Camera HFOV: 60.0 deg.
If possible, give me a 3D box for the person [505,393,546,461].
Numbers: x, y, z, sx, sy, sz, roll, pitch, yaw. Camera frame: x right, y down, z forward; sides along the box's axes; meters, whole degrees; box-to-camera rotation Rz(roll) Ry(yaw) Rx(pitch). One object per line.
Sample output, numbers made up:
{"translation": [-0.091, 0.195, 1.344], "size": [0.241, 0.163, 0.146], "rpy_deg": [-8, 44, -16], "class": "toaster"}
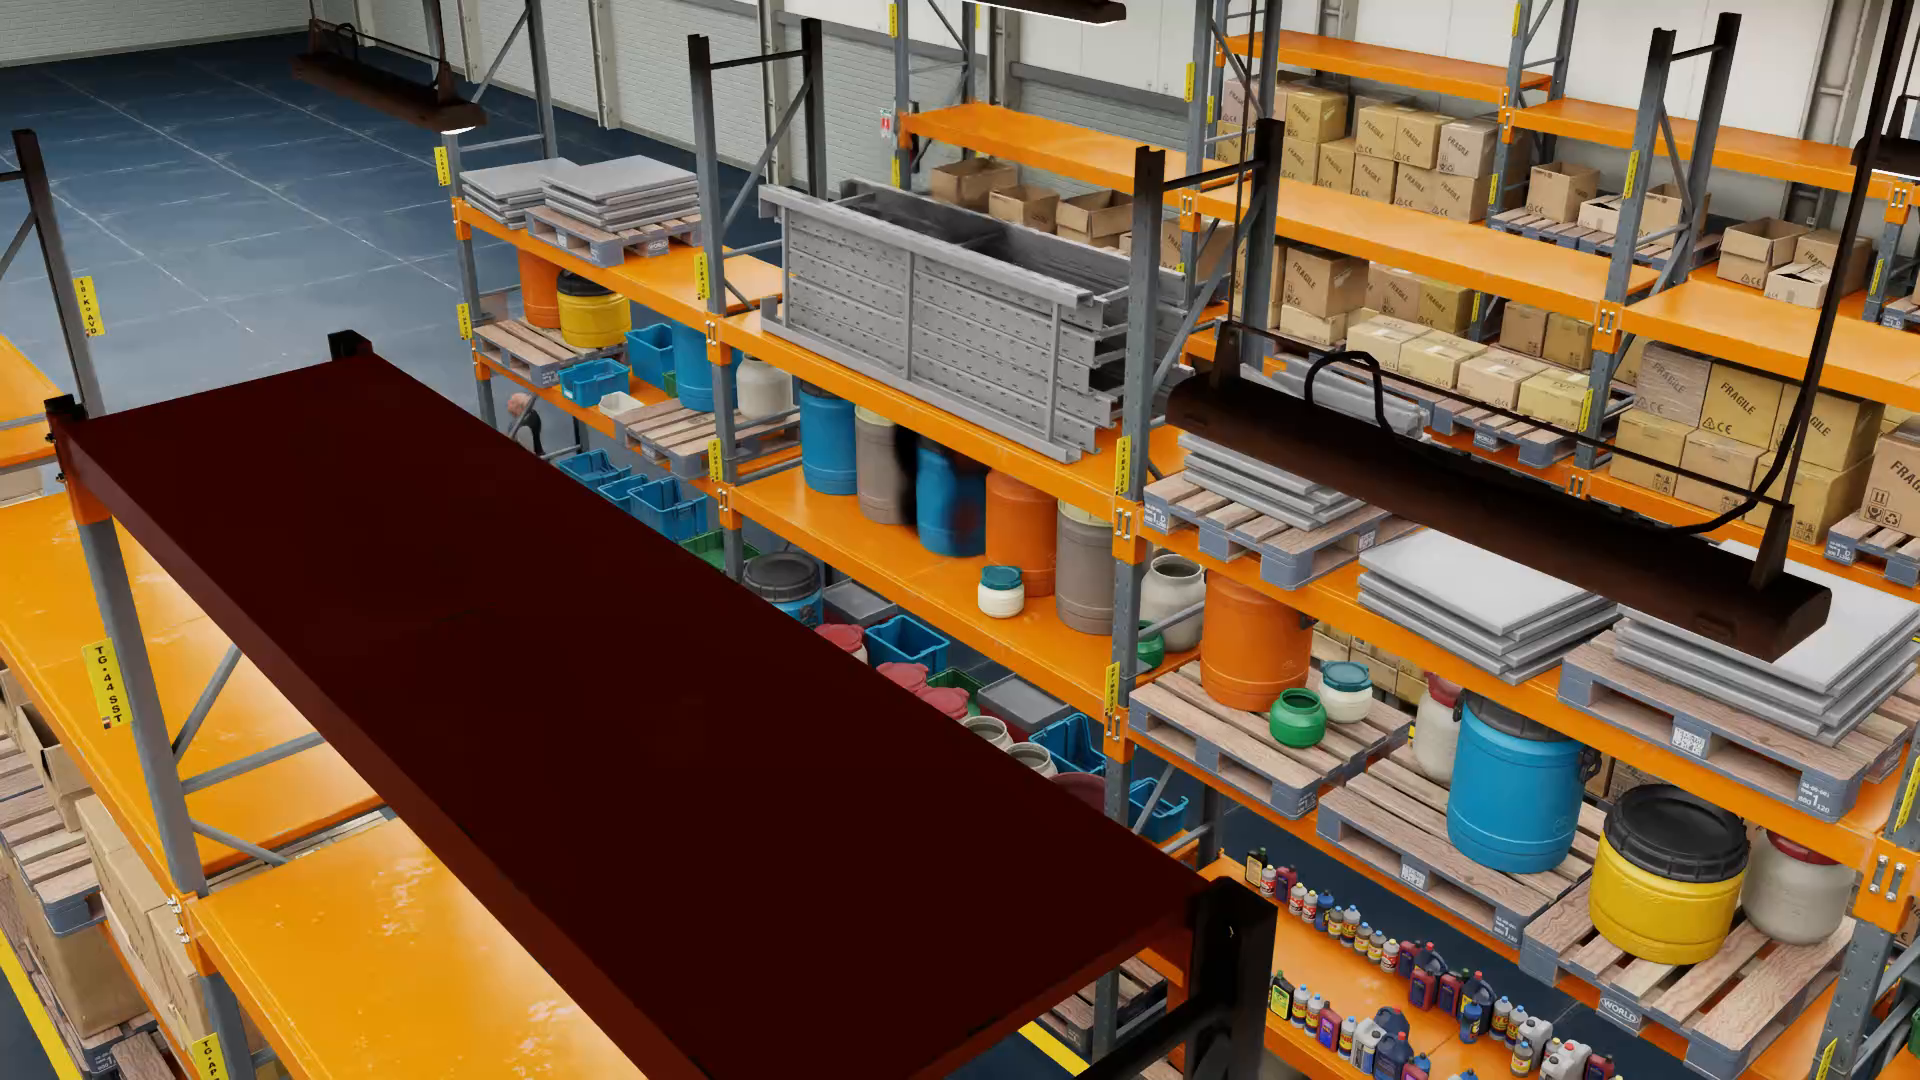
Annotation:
{"translation": [-4.514, -0.736, 17.149], "size": [0.530, 1.690, 0.691], "rpy_deg": [1, 27, 2], "class": "person"}
